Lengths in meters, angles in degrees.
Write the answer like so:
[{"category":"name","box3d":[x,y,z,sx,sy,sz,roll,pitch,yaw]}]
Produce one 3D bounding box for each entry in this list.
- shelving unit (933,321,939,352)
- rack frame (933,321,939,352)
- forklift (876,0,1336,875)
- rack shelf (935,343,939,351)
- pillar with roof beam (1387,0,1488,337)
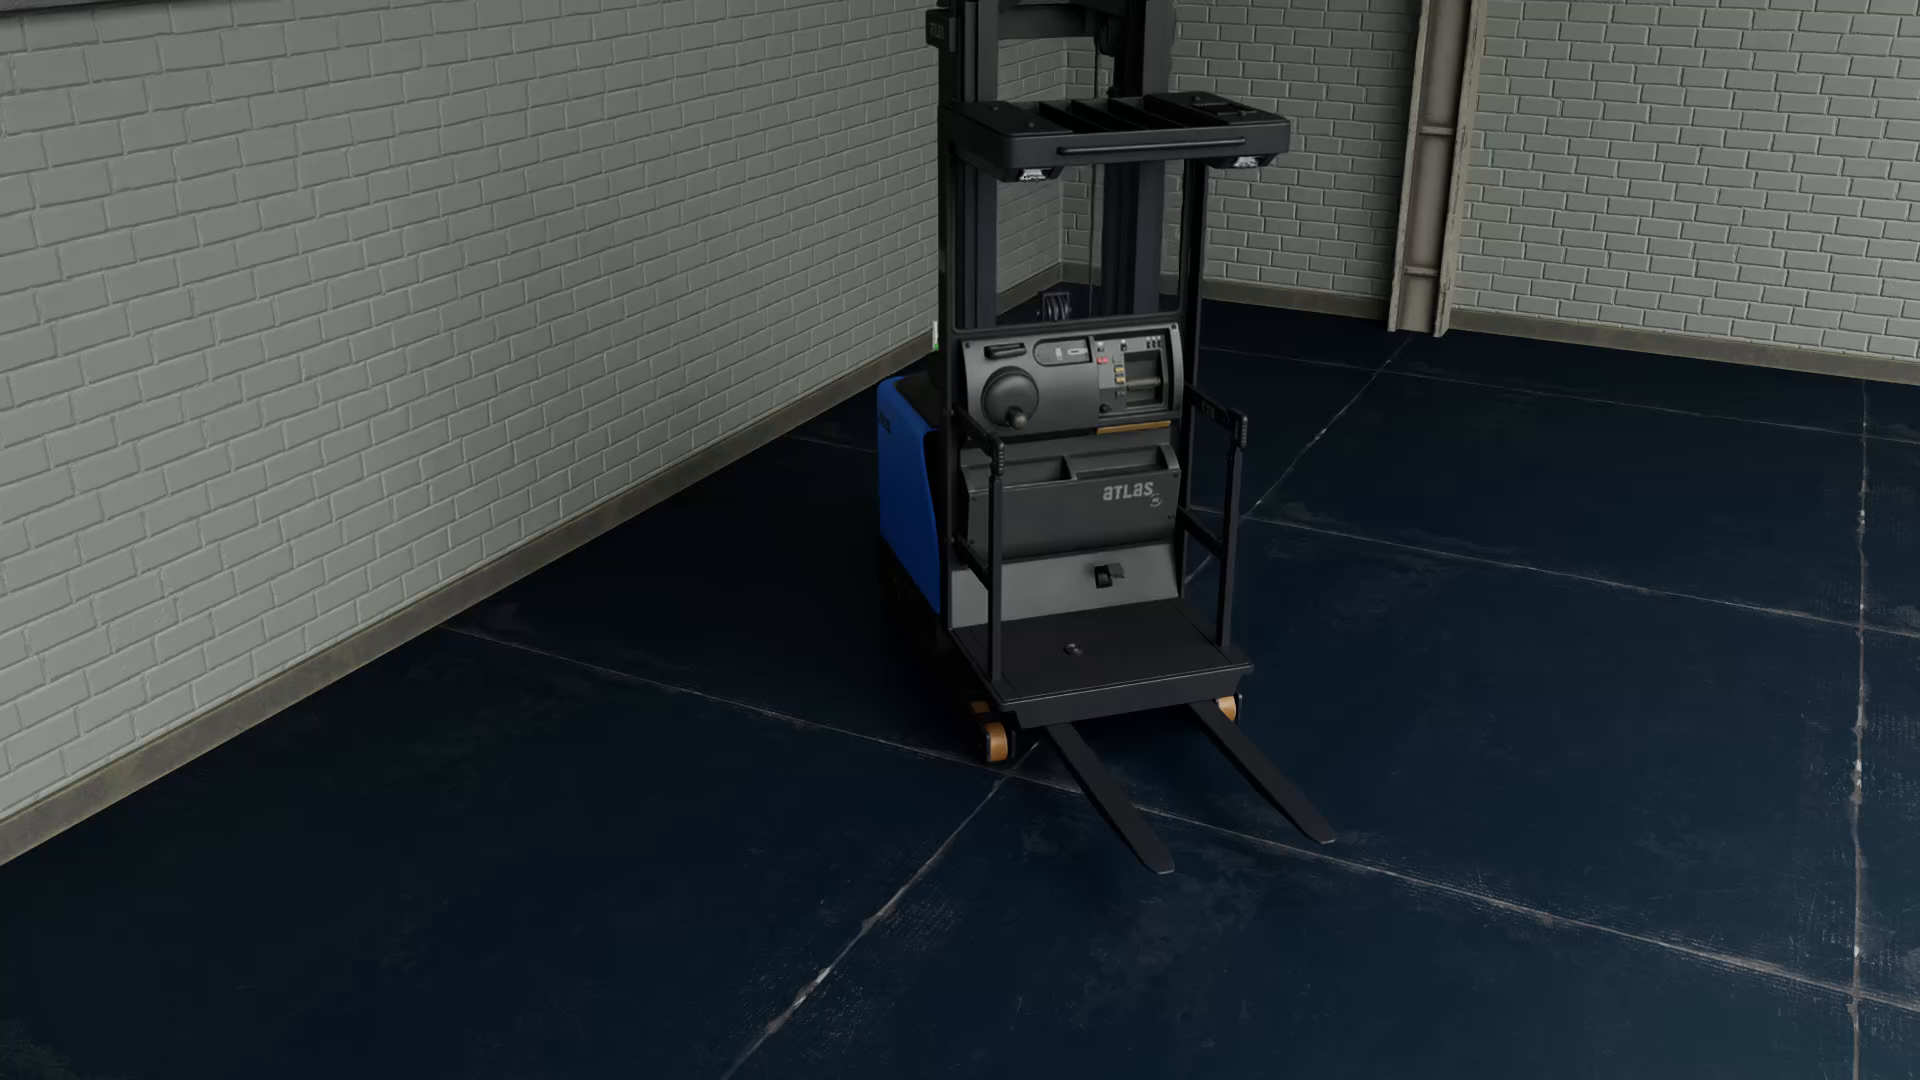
[{"category":"shelving unit","box3d":[0.143,-0.527,8.455,0.503,1.200,0.258,11,25,24]},{"category":"rack frame","box3d":[-0.076,-0.569,8.554,0.015,1.200,0.240,11,25,24]},{"category":"forklift","box3d":[0.524,-0.632,6.490,1.130,2.935,3.031,-7,24,-16]},{"category":"rack shelf","box3d":[0.143,-0.910,8.293,0.480,0.148,0.258,11,25,24]},{"category":"pillar with roof beam","box3d":[1.493,-4.221,7.176,0.400,9.000,9.100,11,25,25]}]
